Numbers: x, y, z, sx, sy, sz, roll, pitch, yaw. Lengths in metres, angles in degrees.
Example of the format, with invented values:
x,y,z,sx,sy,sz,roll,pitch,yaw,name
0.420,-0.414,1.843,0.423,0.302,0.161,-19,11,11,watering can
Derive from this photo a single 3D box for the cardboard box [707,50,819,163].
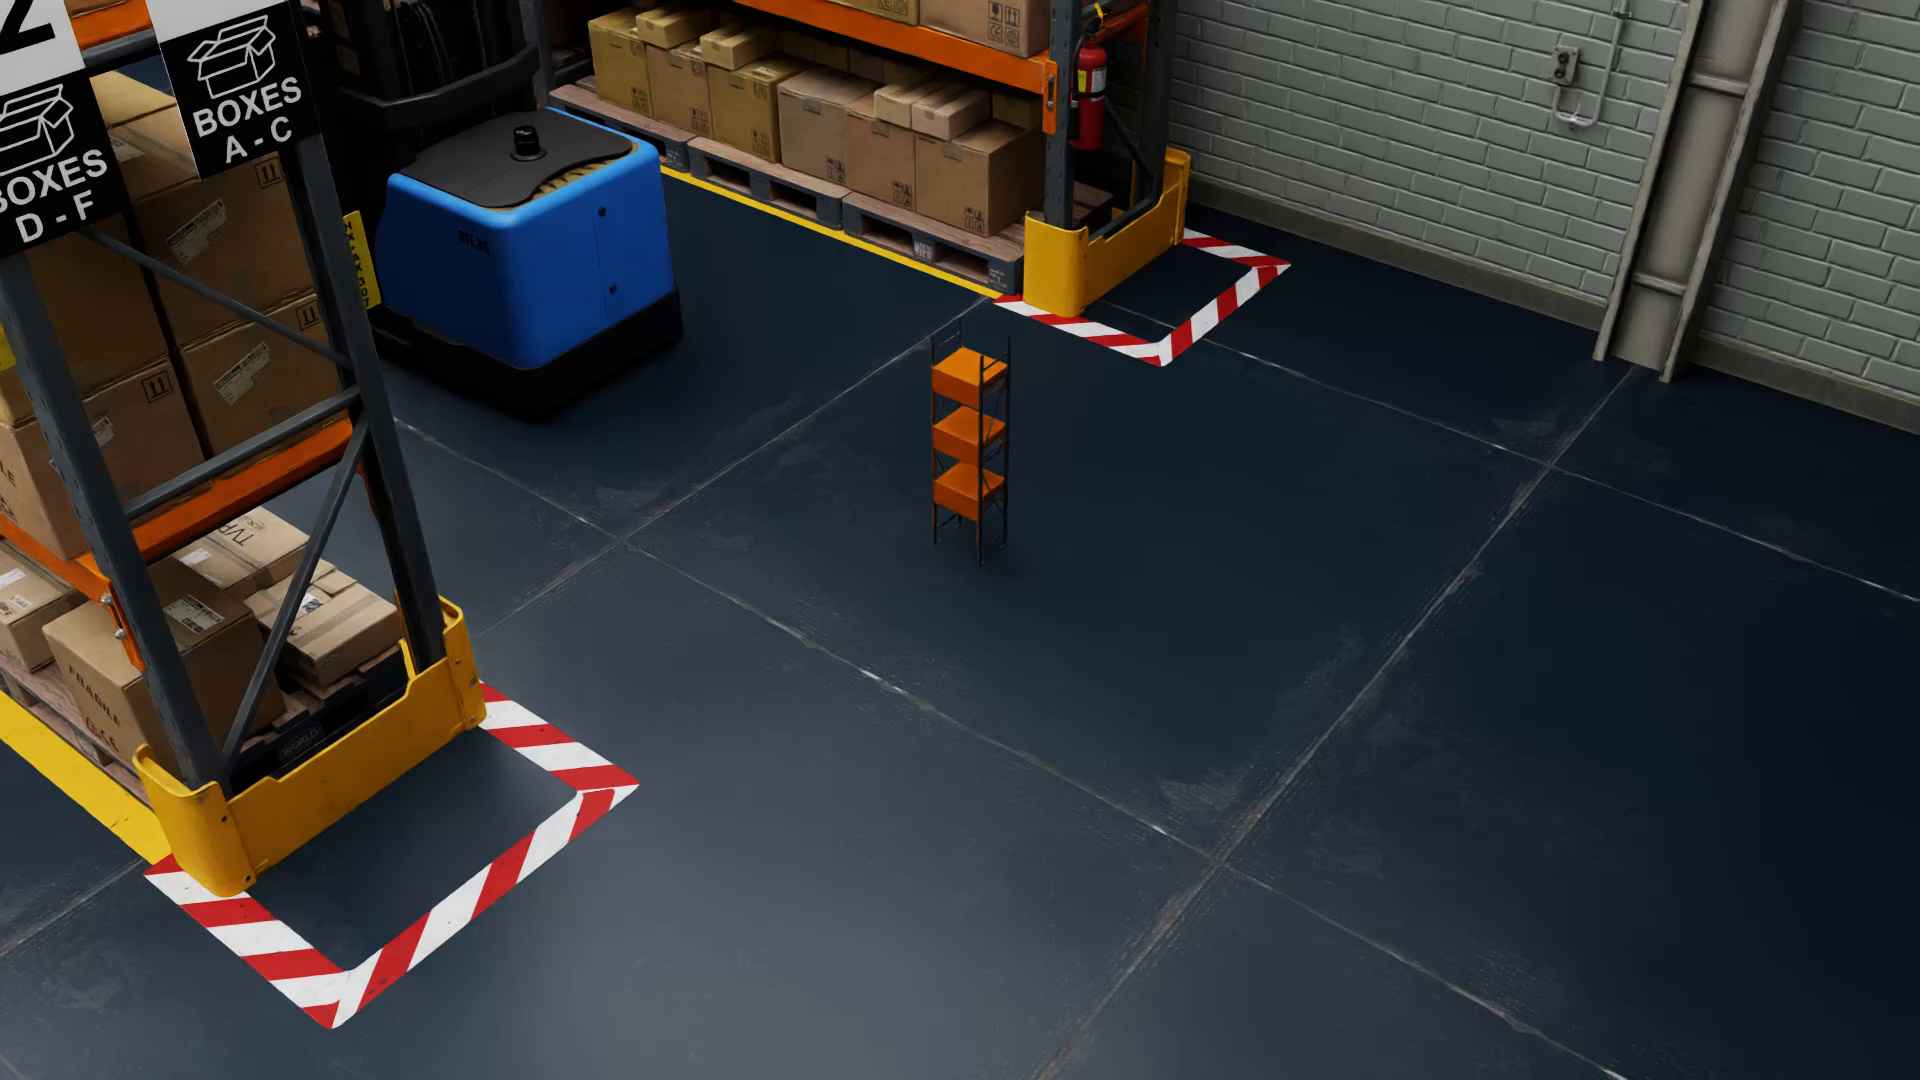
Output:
x,y,z,sx,sy,sz,roll,pitch,yaw,name
-1.060,-2.656,9.897,0.500,0.500,0.700,26,45,30,cardboard box

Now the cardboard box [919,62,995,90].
x,y,z,sx,sy,sz,roll,pitch,yaw,name
-0.016,-2.581,9.274,0.250,0.149,0.380,25,45,29,cardboard box

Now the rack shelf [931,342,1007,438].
x,y,z,sx,sy,sz,roll,pitch,yaw,name
0.042,-0.608,6.732,0.240,0.259,0.215,25,45,29,rack shelf

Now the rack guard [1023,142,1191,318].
x,y,z,sx,sy,sz,roll,pitch,yaw,name
0.802,-1.697,9.012,0.348,0.500,1.175,25,45,29,rack guard

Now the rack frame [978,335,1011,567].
x,y,z,sx,sy,sz,roll,pitch,yaw,name
0.139,-0.348,6.842,0.008,1.050,0.200,25,45,29,rack frame

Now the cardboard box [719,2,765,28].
x,y,z,sx,sy,sz,roll,pitch,yaw,name
-1.228,-3.152,10.003,0.250,0.149,0.380,24,44,27,cardboard box

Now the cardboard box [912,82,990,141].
x,y,z,sx,sy,sz,roll,pitch,yaw,name
-0.047,-2.299,8.914,0.250,0.149,0.380,25,44,28,cardboard box

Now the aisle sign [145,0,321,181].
x,y,z,sx,sy,sz,roll,pitch,yaw,name
-1.991,-1.405,4.503,0.004,0.787,0.394,25,45,29,aisle sign

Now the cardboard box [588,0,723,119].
x,y,z,sx,sy,sz,roll,pitch,yaw,name
-1.863,-3.040,10.386,0.500,0.500,0.700,26,45,29,cardboard box

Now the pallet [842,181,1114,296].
x,y,z,sx,sy,sz,roll,pitch,yaw,name
0.100,-1.854,9.447,1.213,0.211,1.003,25,45,29,pallet

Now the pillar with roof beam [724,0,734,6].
x,y,z,sx,sy,sz,roll,pitch,yaw,name
-3.929,-4.604,5.831,0.400,9.000,9.100,25,45,29,pillar with roof beam

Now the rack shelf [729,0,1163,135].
x,y,z,sx,sy,sz,roll,pitch,yaw,name
-0.806,-3.156,9.432,4.000,0.370,1.077,25,45,29,rack shelf

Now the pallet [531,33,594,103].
x,y,z,sx,sy,sz,roll,pitch,yaw,name
-3.053,-3.343,11.348,1.213,0.211,1.003,25,45,29,pallet

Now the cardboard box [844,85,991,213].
x,y,z,sx,sy,sz,roll,pitch,yaw,name
-0.232,-2.272,9.406,0.500,0.500,0.700,25,45,28,cardboard box

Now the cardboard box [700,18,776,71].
x,y,z,sx,sy,sz,roll,pitch,yaw,name
-1.287,-2.882,9.659,0.250,0.149,0.380,24,44,27,cardboard box

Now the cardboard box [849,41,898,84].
x,y,z,sx,sy,sz,roll,pitch,yaw,name
-0.417,-2.770,9.515,0.250,0.149,0.380,26,45,29,cardboard box

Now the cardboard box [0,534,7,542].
x,y,z,sx,sy,sz,roll,pitch,yaw,name
-3.906,-0.251,6.805,0.637,0.503,0.797,25,45,29,cardboard box

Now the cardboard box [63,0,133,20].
x,y,z,sx,sy,sz,roll,pitch,yaw,name
-2.478,-1.703,4.680,0.500,0.250,0.500,25,45,29,cardboard box

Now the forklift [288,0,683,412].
x,y,z,sx,sy,sz,roll,pitch,yaw,name
-2.904,-2.497,8.062,3.031,2.935,1.130,25,44,28,forklift

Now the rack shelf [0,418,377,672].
x,y,z,sx,sy,sz,roll,pitch,yaw,name
-3.813,-0.729,6.332,4.000,0.370,1.077,25,45,29,rack shelf

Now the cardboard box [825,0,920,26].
x,y,z,sx,sy,sz,roll,pitch,yaw,name
-0.213,-3.262,8.740,0.700,0.700,0.980,25,44,28,cardboard box

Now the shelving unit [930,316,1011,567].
x,y,z,sx,sy,sz,roll,pitch,yaw,name
0.043,-0.393,6.901,0.252,1.050,0.215,25,45,29,shelving unit

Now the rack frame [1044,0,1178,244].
x,y,z,sx,sy,sz,roll,pitch,yaw,name
0.782,-2.691,8.253,0.127,3.000,1.000,25,45,29,rack frame

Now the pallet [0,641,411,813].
x,y,z,sx,sy,sz,roll,pitch,yaw,name
-2.918,0.508,6.430,1.213,0.211,1.003,25,45,29,pallet

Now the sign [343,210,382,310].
x,y,z,sx,sy,sz,roll,pitch,yaw,name
-1.894,-0.870,5.226,0.005,0.325,0.100,25,45,29,sign

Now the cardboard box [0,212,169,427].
x,y,z,sx,sy,sz,roll,pitch,yaw,name
-2.745,-0.729,4.855,0.500,0.500,0.500,25,44,28,cardboard box

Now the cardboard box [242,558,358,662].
x,y,z,sx,sy,sz,roll,pitch,yaw,name
-2.546,0.260,6.426,0.250,0.166,0.380,25,45,29,cardboard box

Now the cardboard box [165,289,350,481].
x,y,z,sx,sy,sz,roll,pitch,yaw,name
-2.416,-0.598,5.500,0.500,0.500,0.500,26,45,29,cardboard box

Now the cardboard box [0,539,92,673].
x,y,z,sx,sy,sz,roll,pitch,yaw,name
-3.542,0.192,6.445,0.500,0.250,0.500,25,45,29,cardboard box

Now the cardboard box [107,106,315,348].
x,y,z,sx,sy,sz,roll,pitch,yaw,name
-2.416,-0.992,5.192,0.500,0.500,0.500,27,45,30,cardboard box

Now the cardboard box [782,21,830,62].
x,y,z,sx,sy,sz,roll,pitch,yaw,name
-0.822,-2.960,9.759,0.250,0.149,0.380,24,44,28,cardboard box

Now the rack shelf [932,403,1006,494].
x,y,z,sx,sy,sz,roll,pitch,yaw,name
0.043,-0.385,6.907,0.240,0.259,0.215,25,45,29,rack shelf

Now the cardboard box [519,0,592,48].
x,y,z,sx,sy,sz,roll,pitch,yaw,name
-2.990,-3.687,10.930,0.750,0.750,0.750,26,45,29,cardboard box

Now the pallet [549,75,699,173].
x,y,z,sx,sy,sz,roll,pitch,yaw,name
-1.838,-2.768,10.614,1.213,0.211,1.003,25,45,29,pallet
